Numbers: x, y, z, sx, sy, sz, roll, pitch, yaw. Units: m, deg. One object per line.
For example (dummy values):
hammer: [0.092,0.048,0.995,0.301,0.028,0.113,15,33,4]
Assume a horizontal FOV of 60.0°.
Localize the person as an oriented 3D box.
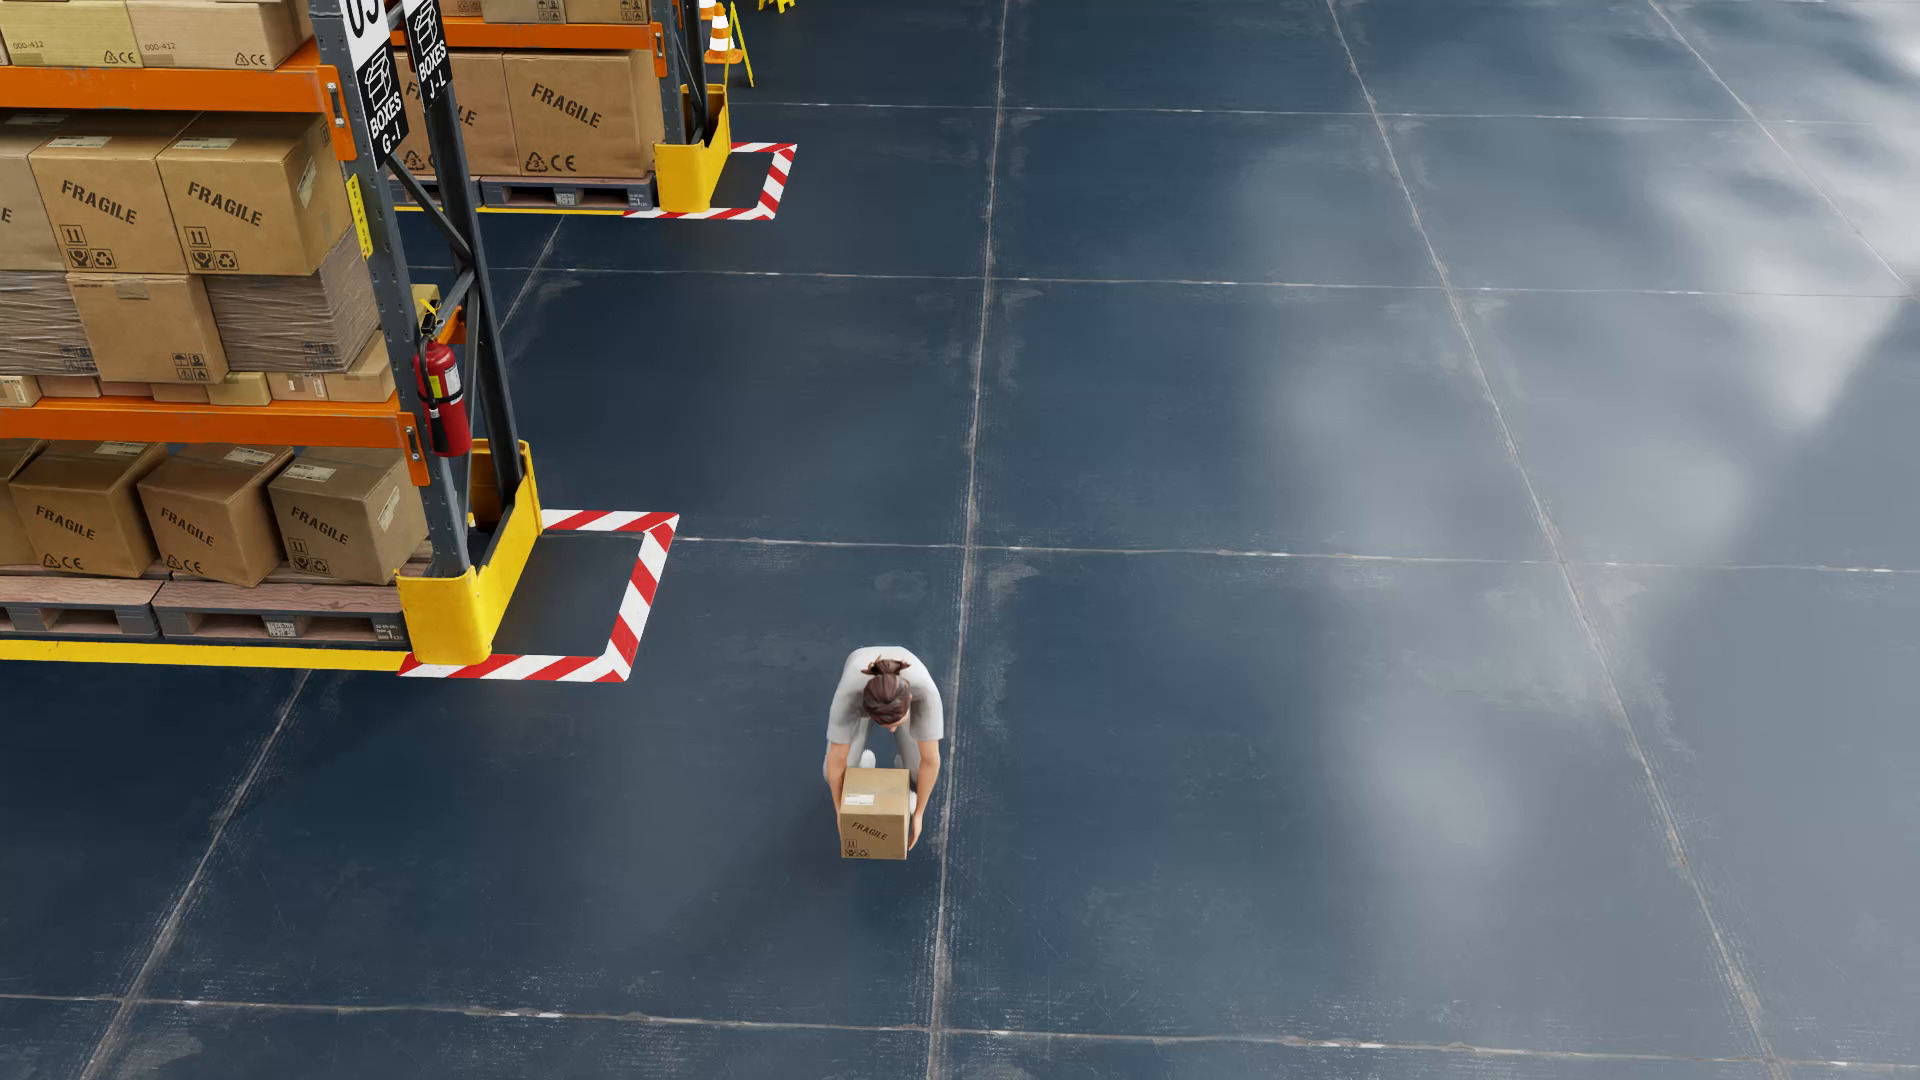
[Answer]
person: [-0.303,0.754,6.698,0.487,0.946,0.801,1,36,2]
